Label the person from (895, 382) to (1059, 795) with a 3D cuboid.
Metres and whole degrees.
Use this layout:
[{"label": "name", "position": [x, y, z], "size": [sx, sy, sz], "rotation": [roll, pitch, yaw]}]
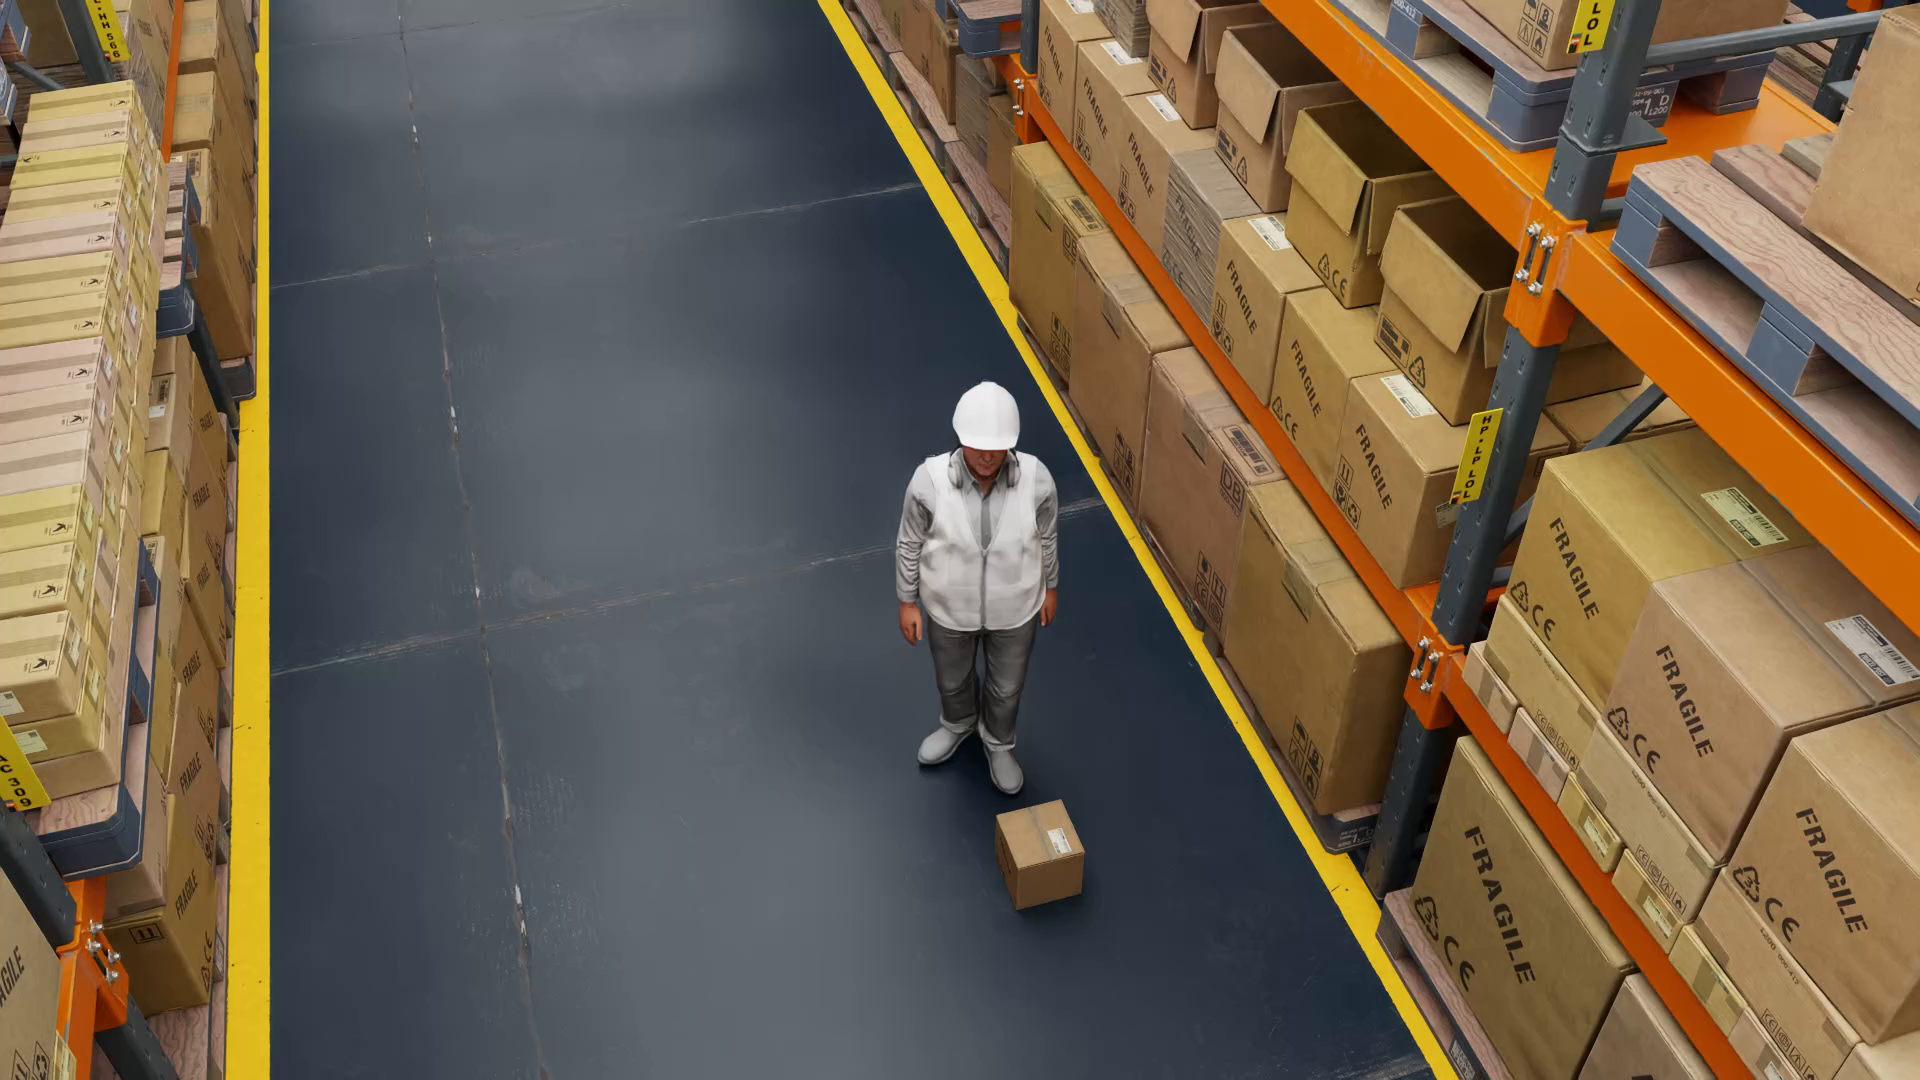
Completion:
[{"label": "person", "position": [0.064, 0.200, 5.900], "size": [0.581, 1.766, 0.402], "rotation": [-1, 42, -2]}]
